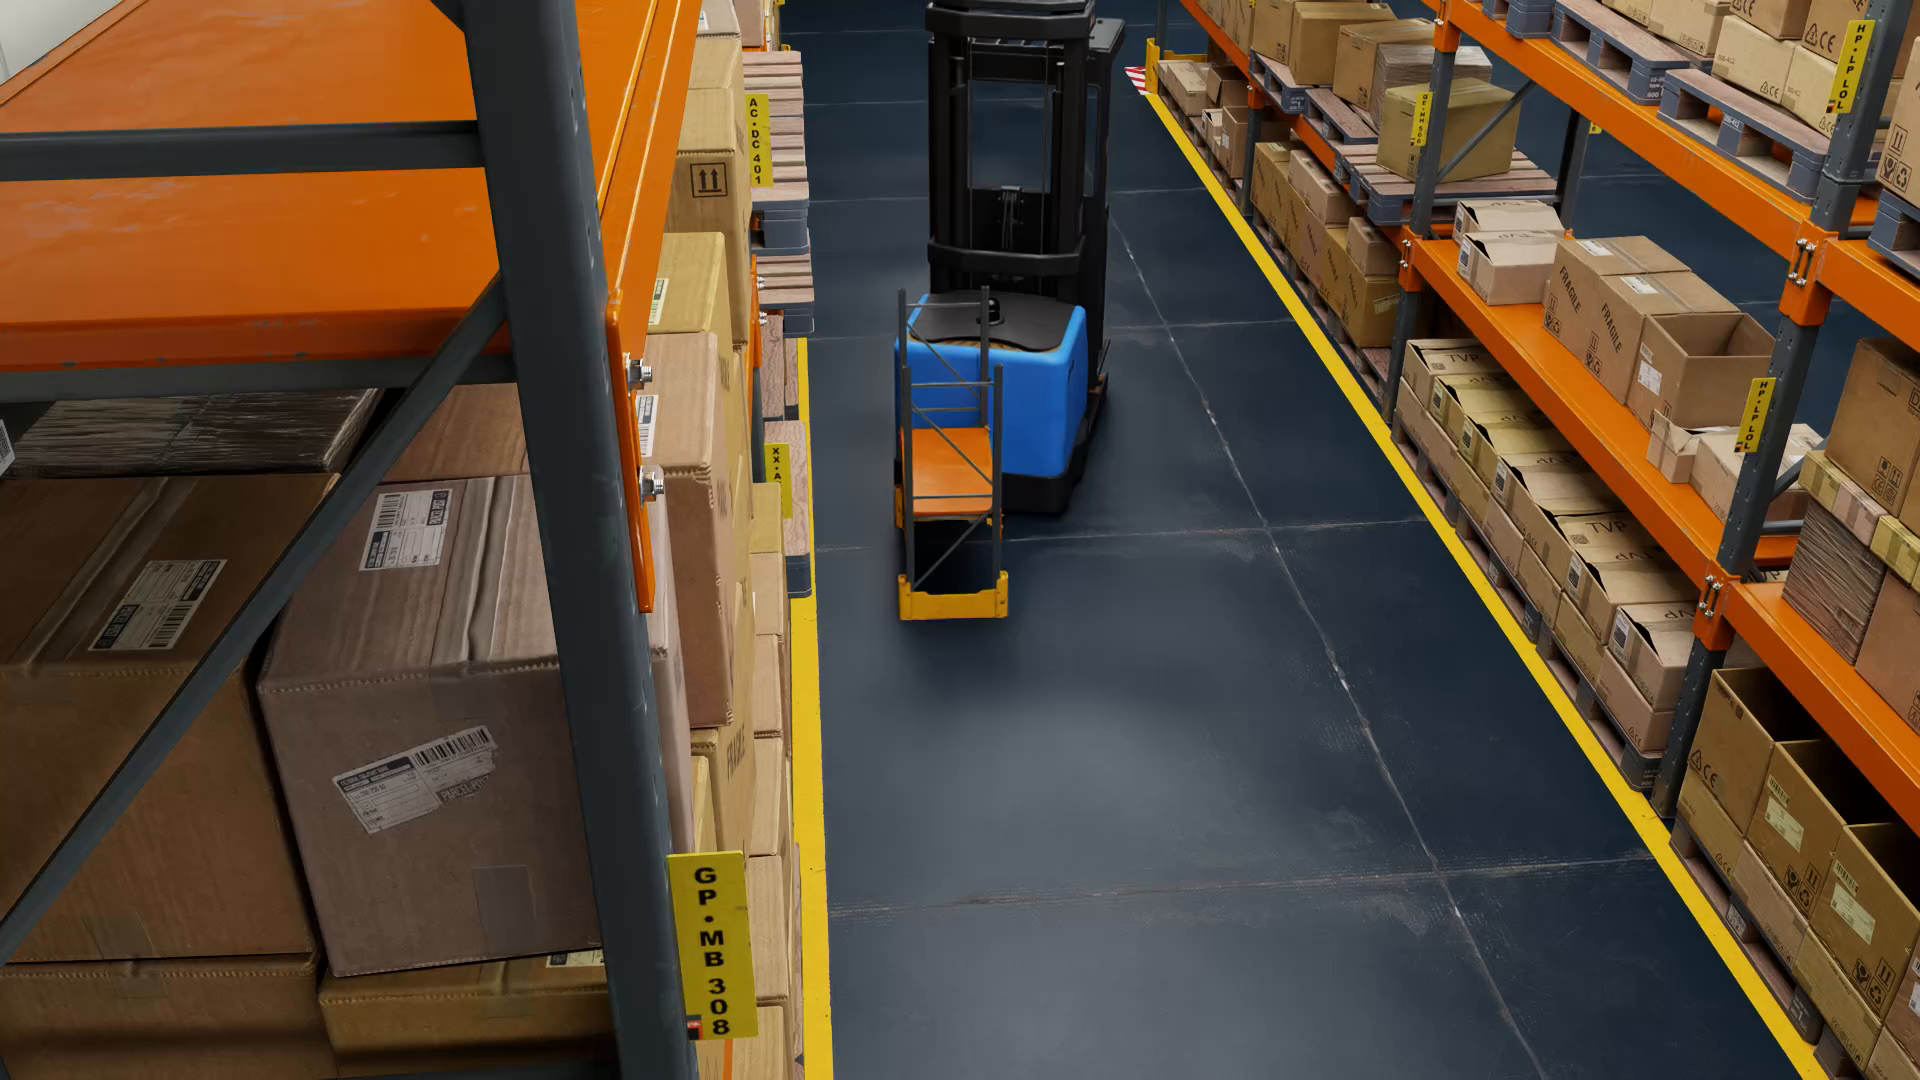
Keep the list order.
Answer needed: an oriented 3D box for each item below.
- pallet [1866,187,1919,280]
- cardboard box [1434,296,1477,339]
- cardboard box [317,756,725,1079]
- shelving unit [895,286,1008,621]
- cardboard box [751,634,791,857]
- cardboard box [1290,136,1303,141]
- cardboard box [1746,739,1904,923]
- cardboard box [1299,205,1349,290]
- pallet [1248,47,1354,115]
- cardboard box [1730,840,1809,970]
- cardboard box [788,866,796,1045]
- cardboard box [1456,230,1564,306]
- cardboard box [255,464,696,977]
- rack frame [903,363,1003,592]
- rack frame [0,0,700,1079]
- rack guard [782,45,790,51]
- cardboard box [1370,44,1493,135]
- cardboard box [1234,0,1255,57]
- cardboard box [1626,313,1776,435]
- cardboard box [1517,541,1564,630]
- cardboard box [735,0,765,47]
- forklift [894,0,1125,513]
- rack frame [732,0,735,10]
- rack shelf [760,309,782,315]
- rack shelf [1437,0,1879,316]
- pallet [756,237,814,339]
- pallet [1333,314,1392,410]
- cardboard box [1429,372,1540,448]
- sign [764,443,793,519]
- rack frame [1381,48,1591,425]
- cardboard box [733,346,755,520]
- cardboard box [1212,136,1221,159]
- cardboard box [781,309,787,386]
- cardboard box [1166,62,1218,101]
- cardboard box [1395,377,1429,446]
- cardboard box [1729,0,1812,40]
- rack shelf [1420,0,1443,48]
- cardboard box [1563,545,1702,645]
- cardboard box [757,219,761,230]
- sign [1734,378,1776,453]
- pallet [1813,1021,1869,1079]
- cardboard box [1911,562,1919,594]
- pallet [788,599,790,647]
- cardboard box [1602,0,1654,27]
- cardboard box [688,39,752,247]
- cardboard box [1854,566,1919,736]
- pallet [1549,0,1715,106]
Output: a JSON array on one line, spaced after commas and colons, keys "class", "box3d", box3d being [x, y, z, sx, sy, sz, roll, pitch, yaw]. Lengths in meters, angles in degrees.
[{"class": "pallet", "box3d": [3.802, -0.876, 5.454, 1.003, 0.211, 1.213, -3, 31, -5]}, {"class": "cardboard box", "box3d": [3.565, -1.465, 11.287, 0.500, 0.500, 0.500, -1, 31, -2]}, {"class": "cardboard box", "box3d": [-0.644, 0.698, 2.614, 0.500, 0.500, 0.500, -2, 31, -3]}, {"class": "shelving unit", "box3d": [-0.064, -0.488, 9.105, 0.587, 1.500, 1.083, -2, 31, -3]}, {"class": "cardboard box", "box3d": [-0.795, 0.651, 5.131, 0.500, 0.500, 0.500, -4, 31, -6]}, {"class": "cardboard box", "box3d": [3.125, -3.405, 14.718, 0.500, 0.311, 0.500, -3, 31, -5]}, {"class": "cardboard box", "box3d": [3.482, 1.124, 6.484, 0.500, 0.500, 0.500, -3, 31, -5]}, {"class": "cardboard box", "box3d": [2.898, -2.217, 12.546, 0.500, 0.500, 0.500, -4, 31, -6]}, {"class": "pallet", "box3d": [2.915, -3.650, 13.123, 1.003, 0.211, 1.213, -3, 31, -5]}, {"class": "cardboard box", "box3d": [3.479, 1.446, 6.676, 0.500, 0.250, 0.500, -3, 31, -5]}, {"class": "cardboard box", "box3d": [-0.741, 1.229, 4.895, 0.500, 0.250, 0.500, -2, 31, -4]}, {"class": "cardboard box", "box3d": [3.213, -1.599, 9.589, 0.500, 0.311, 0.500, -3, 31, -5]}, {"class": "cardboard box", "box3d": [-0.656, 0.244, 2.400, 0.500, 0.500, 0.500, -5, 31, -8]}, {"class": "rack frame", "box3d": [-0.036, -0.223, 8.662, 0.500, 1.500, 0.032, -2, 31, -3]}, {"class": "rack frame", "box3d": [-0.858, -0.355, 1.570, 0.949, 2.616, 0.053, -3, 31, -5]}, {"class": "rack guard", "box3d": [-2.359, -4.887, 17.445, 1.175, 0.500, 0.348, -3, 31, -5]}, {"class": "cardboard box", "box3d": [3.256, -3.119, 11.539, 0.700, 0.500, 0.500, 3, 31, 5]}, {"class": "cardboard box", "box3d": [2.647, -4.431, 14.147, 0.500, 0.500, 0.500, -2, 31, -4]}, {"class": "cardboard box", "box3d": [3.592, -0.766, 8.010, 0.500, 0.500, 0.500, -1, 31, -1]}, {"class": "cardboard box", "box3d": [3.275, 0.222, 8.726, 0.500, 0.250, 0.500, -2, 31, -3]}, {"class": "cardboard box", "box3d": [-1.273, -2.767, 8.601, 0.500, 0.311, 0.500, -3, 31, -5]}, {"class": "forklift", "box3d": [0.402, -2.159, 10.507, 1.130, 2.935, 3.031, 6, 31, 10]}, {"class": "rack frame", "box3d": [-1.235, -2.397, 4.989, 1.000, 3.000, 0.127, -3, 31, -5]}, {"class": "rack shelf", "box3d": [-1.422, -0.534, 8.421, 1.077, 0.370, 4.000, -3, 31, -5]}, {"class": "rack shelf", "box3d": [3.509, -2.061, 8.052, 1.077, 0.370, 4.000, -3, 31, -5]}, {"class": "pallet", "box3d": [-1.436, -1.423, 9.395, 1.213, 0.211, 1.003, -3, 31, -5]}, {"class": "pallet", "box3d": [3.290, -1.289, 11.703, 1.003, 0.211, 1.213, -3, 31, -5]}, {"class": "cardboard box", "box3d": [3.137, -0.795, 9.881, 0.500, 0.311, 0.500, -3, 31, -6]}, {"class": "sign", "box3d": [-0.696, -0.223, 6.355, 0.100, 0.325, 0.005, -3, 31, -5]}, {"class": "rack frame", "box3d": [3.323, -2.103, 10.346, 1.000, 3.000, 0.127, -3, 31, -5]}, {"class": "cardboard box", "box3d": [-0.818, -0.375, 4.411, 0.500, 0.500, 0.500, -4, 31, -7]}, {"class": "cardboard box", "box3d": [2.518, -3.576, 15.164, 0.380, 0.149, 0.250, -3, 31, -5]}, {"class": "cardboard box", "box3d": [-1.547, -1.503, 11.029, 0.750, 0.750, 0.750, -3, 31, -5]}, {"class": "cardboard box", "box3d": [2.390, -4.650, 16.862, 0.500, 0.250, 0.500, -3, 31, -5]}, {"class": "cardboard box", "box3d": [3.079, -0.822, 10.473, 0.500, 0.250, 0.500, -3, 31, -5]}, {"class": "cardboard box", "box3d": [3.602, -2.393, 6.912, 0.500, 0.500, 0.500, 0, 31, 0]}, {"class": "rack shelf", "box3d": [3.136, -4.103, 11.471, 1.077, 0.370, 4.000, -3, 31, -5]}, {"class": "cardboard box", "box3d": [3.318, 0.240, 8.148, 0.500, 0.311, 0.500, -2, 31, -3]}, {"class": "cardboard box", "box3d": [-1.409, -1.944, 10.305, 0.380, 0.149, 0.250, -3, 31, -5]}, {"class": "sign", "box3d": [3.157, -0.493, 6.599, 0.100, 0.325, 0.005, -3, 31, -5]}, {"class": "pallet", "box3d": [3.846, 2.168, 5.914, 1.003, 0.211, 1.213, -3, 31, -5]}, {"class": "cardboard box", "box3d": [3.604, 0.158, 5.831, 0.380, 0.149, 0.250, -3, 31, -5]}, {"class": "pallet", "box3d": [-1.427, 0.354, 8.953, 1.003, 0.211, 1.213, -3, 31, -5]}, {"class": "cardboard box", "box3d": [3.530, -2.719, 8.188, 0.500, 0.250, 0.500, -3, 31, -6]}, {"class": "cardboard box", "box3d": [-0.857, -1.067, 4.594, 0.500, 0.500, 0.500, -1, 31, -2]}, {"class": "cardboard box", "box3d": [3.800, 0.391, 6.073, 0.700, 0.500, 0.500, -3, 31, -5]}, {"class": "pallet", "box3d": [3.582, -2.397, 8.097, 1.003, 0.211, 1.213, -1, 31, -2]}]
